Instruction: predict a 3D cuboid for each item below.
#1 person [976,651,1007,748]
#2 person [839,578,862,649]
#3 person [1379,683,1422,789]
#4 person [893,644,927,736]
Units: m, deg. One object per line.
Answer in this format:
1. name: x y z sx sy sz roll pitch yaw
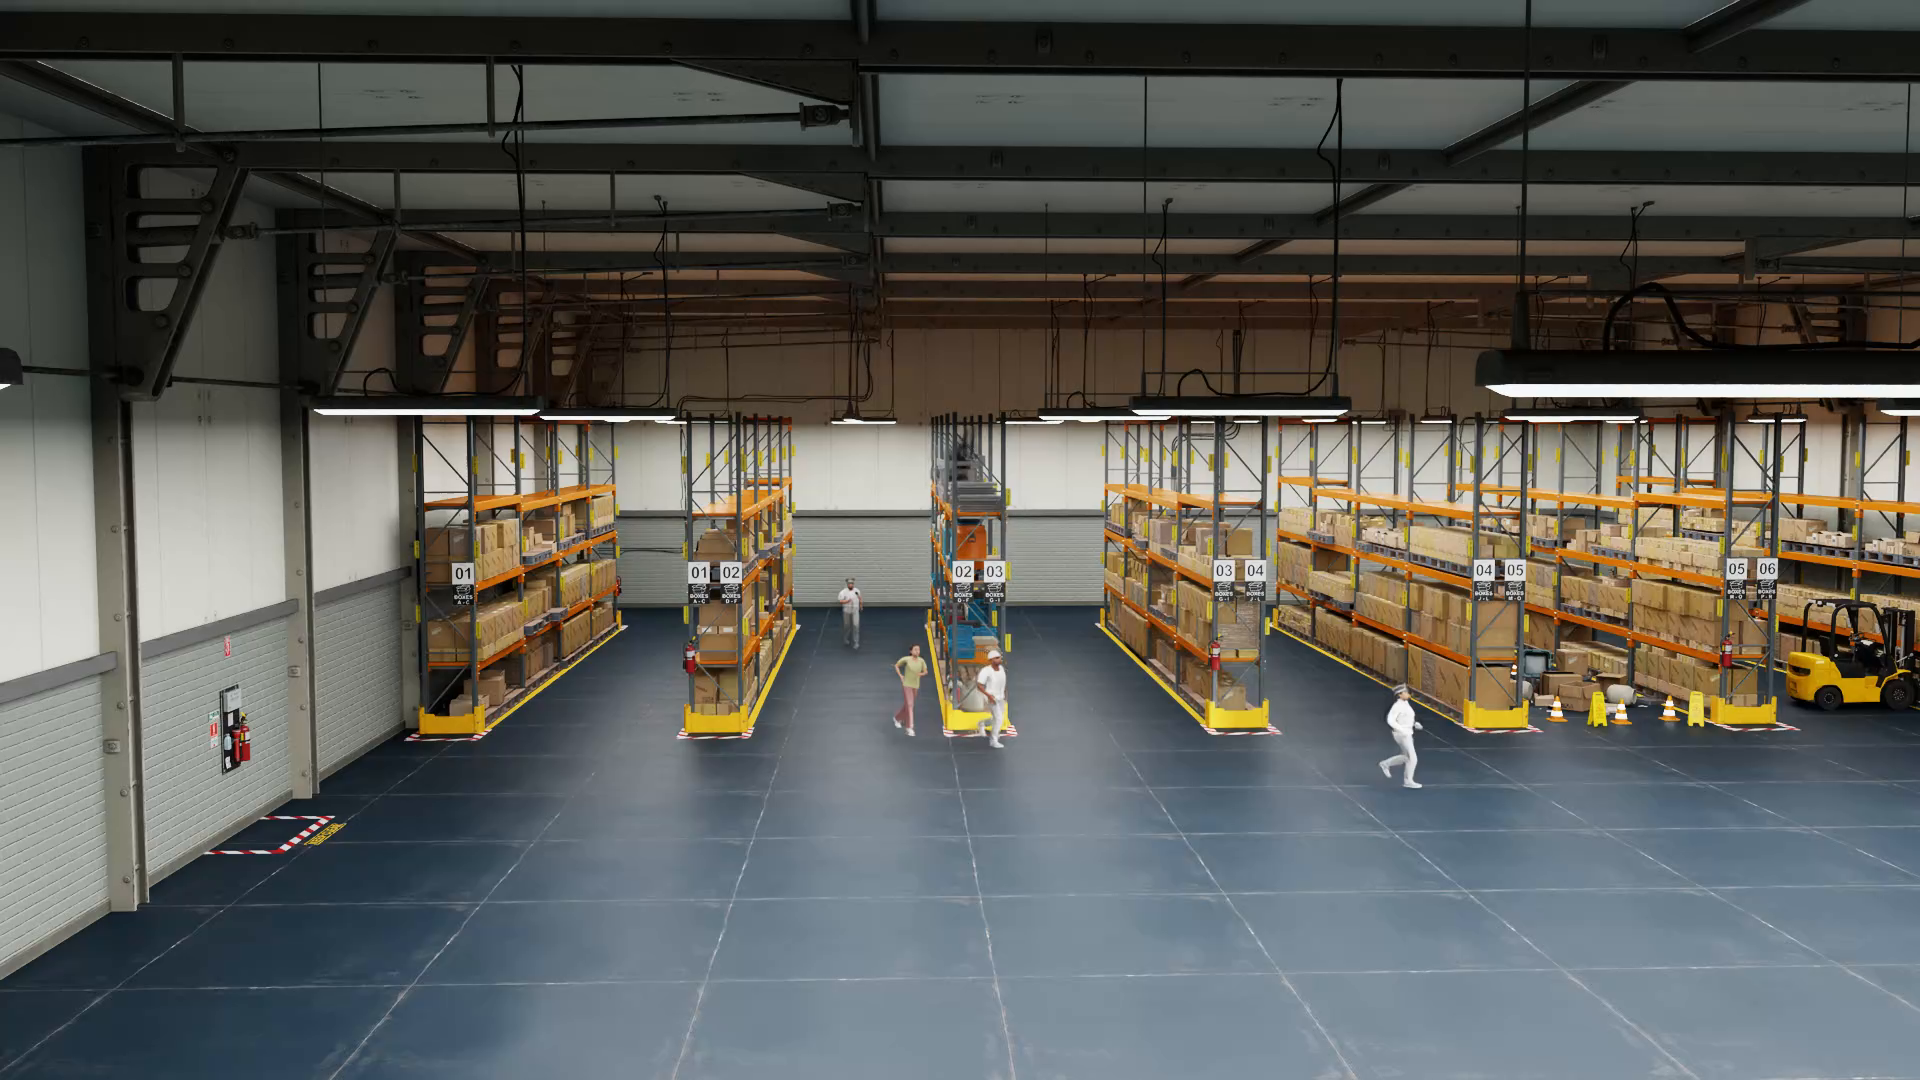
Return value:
1. person: 0.548 2.831 29.817 0.663 1.734 0.705 3 5 41
2. person: -2.836 1.882 43.213 0.649 1.812 0.879 -1 4 -12
3. person: 7.001 3.096 26.435 0.717 1.649 0.622 2 5 32
4. person: -0.906 2.784 31.264 0.584 1.701 0.863 -2 4 -30
